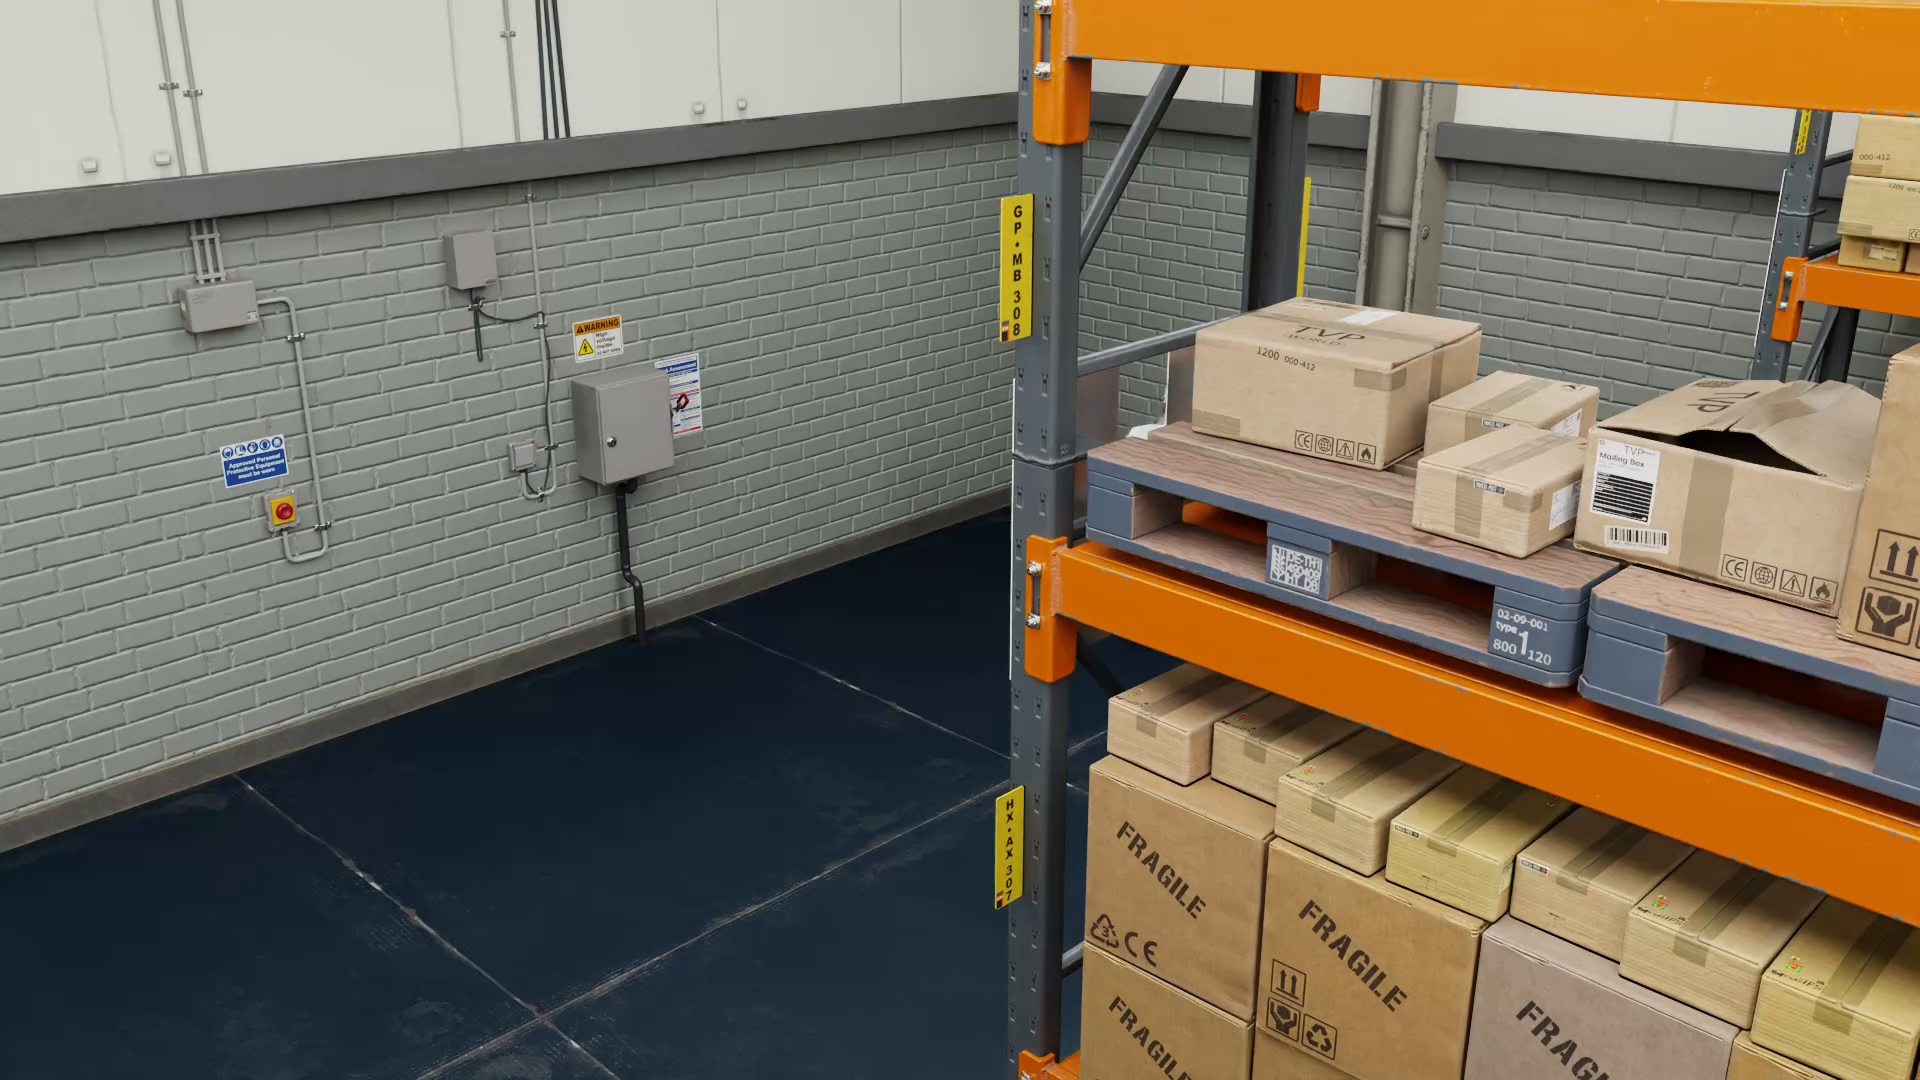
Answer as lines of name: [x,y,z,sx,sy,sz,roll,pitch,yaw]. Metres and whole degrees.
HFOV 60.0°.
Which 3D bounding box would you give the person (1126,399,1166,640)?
person: [1.215,-0.134,10.183,0.586,1.584,0.649,19,28,41]
